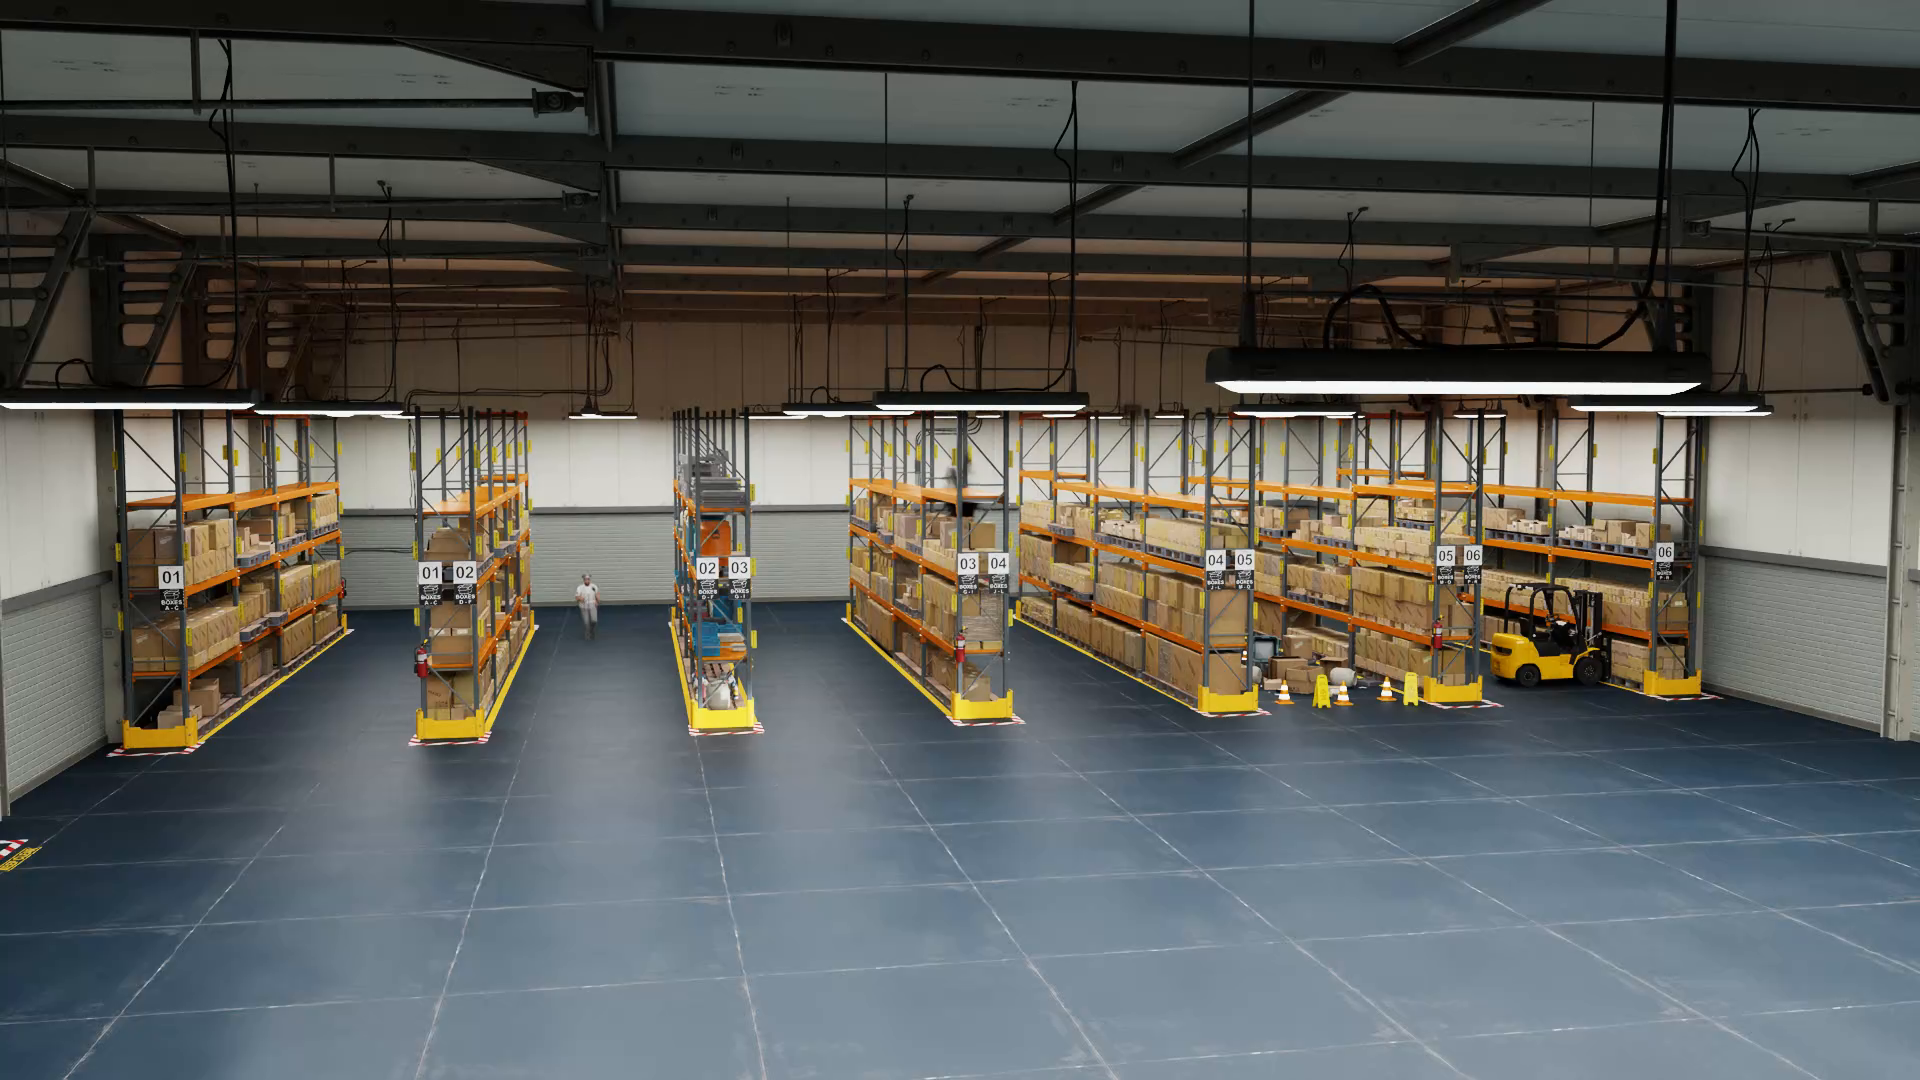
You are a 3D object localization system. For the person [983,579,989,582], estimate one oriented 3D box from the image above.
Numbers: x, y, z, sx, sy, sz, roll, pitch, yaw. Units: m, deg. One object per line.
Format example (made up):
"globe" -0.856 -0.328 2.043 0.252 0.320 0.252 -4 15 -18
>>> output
"person" 0.891 1.602 46.130 0.688 1.678 0.706 0 4 -2

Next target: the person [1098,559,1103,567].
"person" 4.087 1.430 48.351 0.712 1.736 0.694 -2 5 -29

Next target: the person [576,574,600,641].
"person" -9.701 1.766 43.420 0.639 1.785 0.691 -1 4 -18
